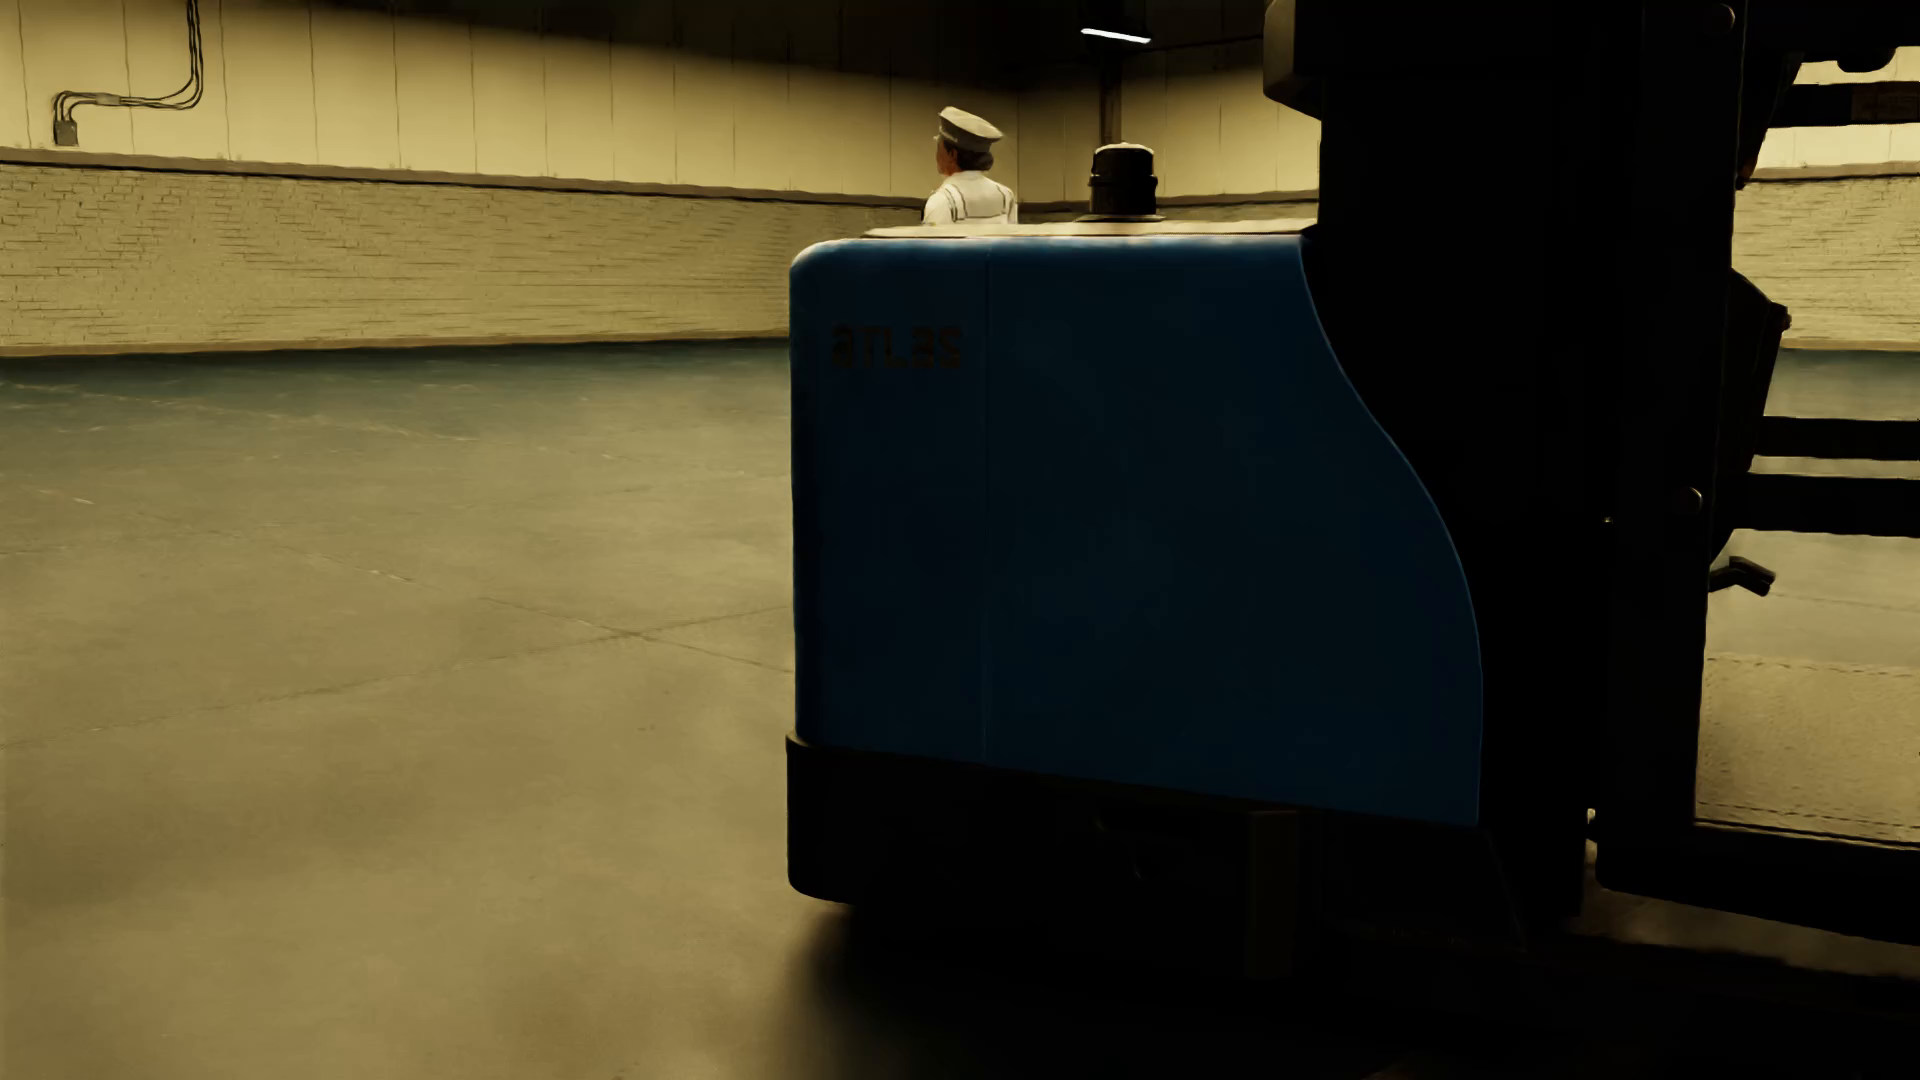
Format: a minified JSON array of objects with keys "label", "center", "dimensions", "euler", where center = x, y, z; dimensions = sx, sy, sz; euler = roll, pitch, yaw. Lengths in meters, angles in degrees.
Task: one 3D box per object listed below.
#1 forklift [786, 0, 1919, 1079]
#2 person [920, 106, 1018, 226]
[{"label":"forklift","center":[1.290,-0.811,2.258],"dimensions":[3.031,2.935,1.130],"euler":[4,9,24]},{"label":"person","center":[-0.044,-0.853,6.641],"dimensions":[0.532,1.695,0.586],"euler":[8,12,43]}]
